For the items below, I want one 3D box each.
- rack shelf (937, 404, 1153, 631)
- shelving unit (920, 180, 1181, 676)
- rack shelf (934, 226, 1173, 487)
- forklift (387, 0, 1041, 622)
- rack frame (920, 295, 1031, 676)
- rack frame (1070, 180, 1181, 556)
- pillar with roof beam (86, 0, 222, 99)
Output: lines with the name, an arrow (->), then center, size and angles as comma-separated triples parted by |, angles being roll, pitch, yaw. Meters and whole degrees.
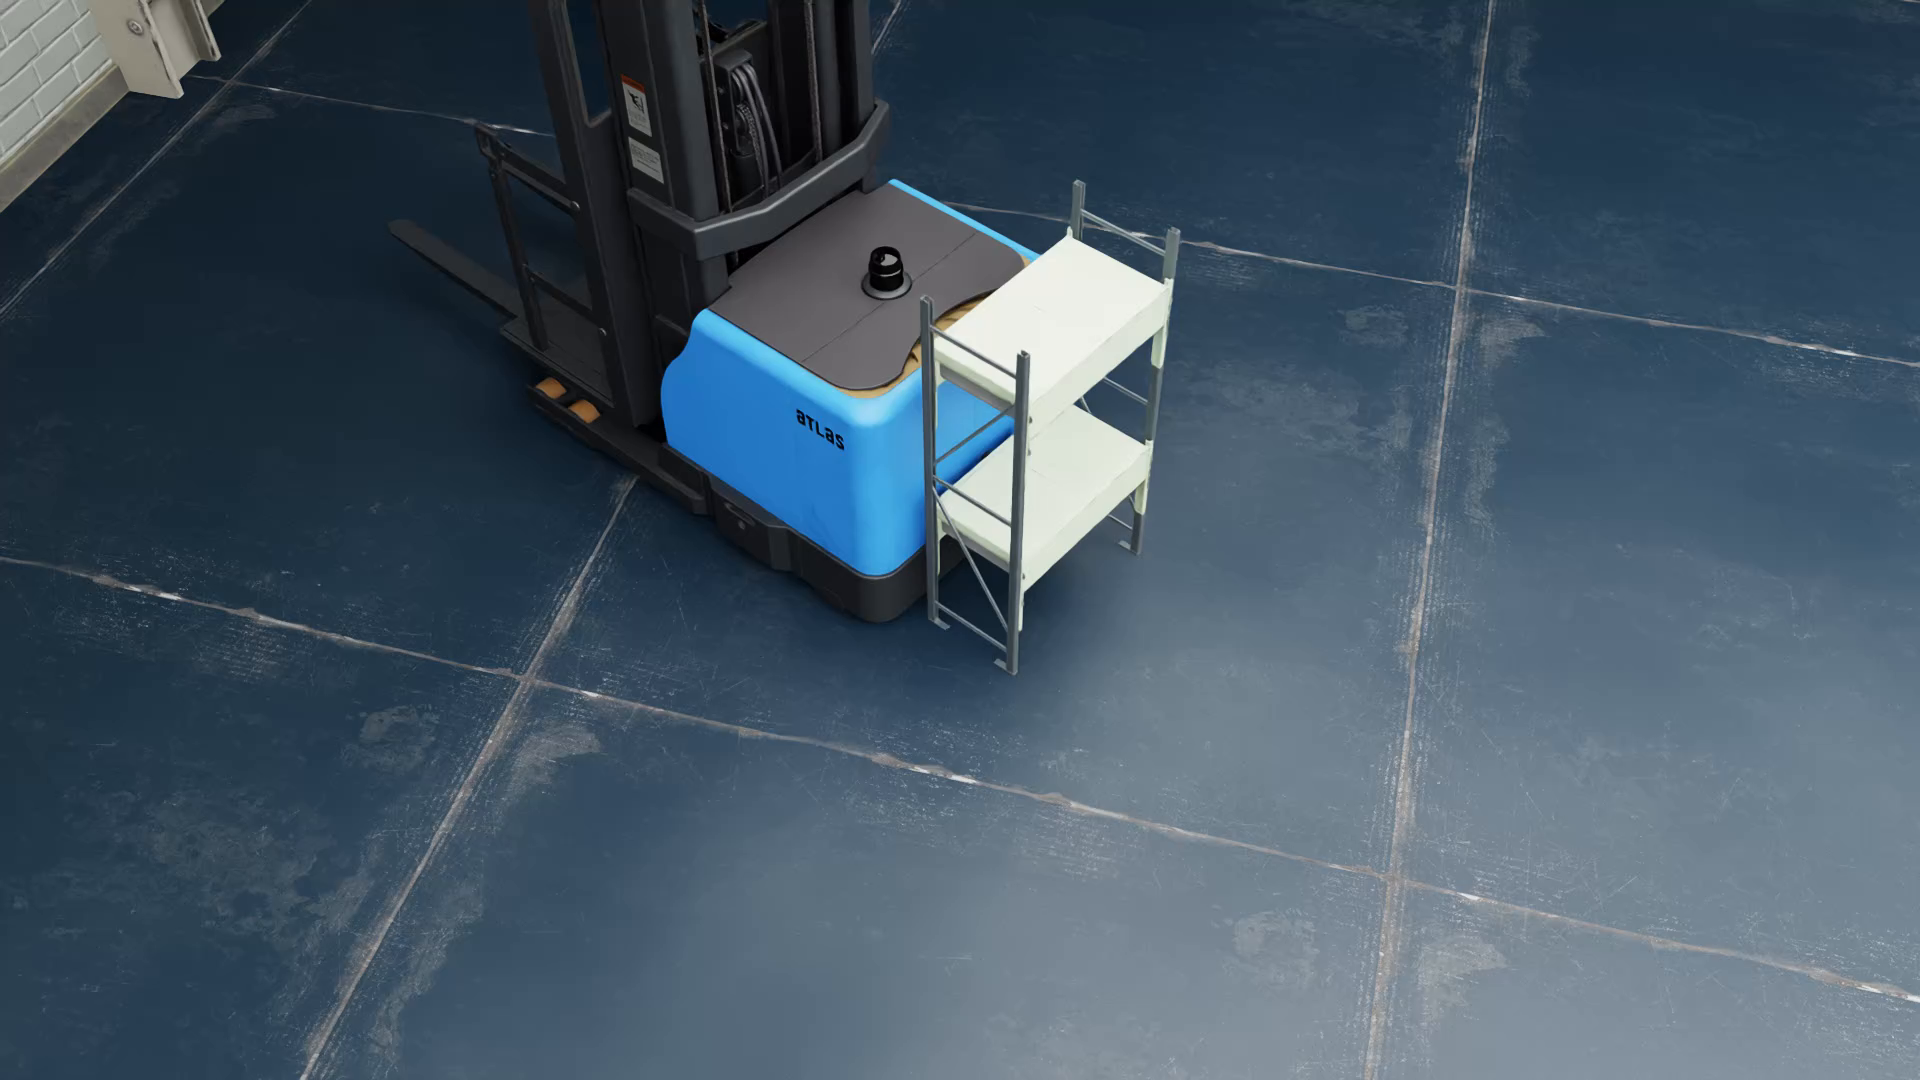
rack shelf -> 0.279, -0.115, 5.786 | 0.431, 0.370, 0.720 | 32, 56, 25
shelving unit -> 0.279, -0.330, 5.541 | 0.431, 1.500, 0.755 | 32, 56, 25
rack shelf -> 0.279, -0.589, 5.249 | 0.431, 0.370, 0.720 | 32, 56, 25
forklift -> -1.095, -1.631, 5.735 | 3.031, 2.935, 1.130 | 32, 56, 25
rack frame -> 0.042, -0.121, 5.357 | 0.400, 1.500, 0.023 | 32, 56, 25
rack frame -> 0.516, -0.540, 5.726 | 0.400, 1.500, 0.023 | 32, 56, 25
pillar with roof beam -> 0.221, -4.466, 4.190 | 9.100, 9.000, 0.400 | 12, 50, 10
